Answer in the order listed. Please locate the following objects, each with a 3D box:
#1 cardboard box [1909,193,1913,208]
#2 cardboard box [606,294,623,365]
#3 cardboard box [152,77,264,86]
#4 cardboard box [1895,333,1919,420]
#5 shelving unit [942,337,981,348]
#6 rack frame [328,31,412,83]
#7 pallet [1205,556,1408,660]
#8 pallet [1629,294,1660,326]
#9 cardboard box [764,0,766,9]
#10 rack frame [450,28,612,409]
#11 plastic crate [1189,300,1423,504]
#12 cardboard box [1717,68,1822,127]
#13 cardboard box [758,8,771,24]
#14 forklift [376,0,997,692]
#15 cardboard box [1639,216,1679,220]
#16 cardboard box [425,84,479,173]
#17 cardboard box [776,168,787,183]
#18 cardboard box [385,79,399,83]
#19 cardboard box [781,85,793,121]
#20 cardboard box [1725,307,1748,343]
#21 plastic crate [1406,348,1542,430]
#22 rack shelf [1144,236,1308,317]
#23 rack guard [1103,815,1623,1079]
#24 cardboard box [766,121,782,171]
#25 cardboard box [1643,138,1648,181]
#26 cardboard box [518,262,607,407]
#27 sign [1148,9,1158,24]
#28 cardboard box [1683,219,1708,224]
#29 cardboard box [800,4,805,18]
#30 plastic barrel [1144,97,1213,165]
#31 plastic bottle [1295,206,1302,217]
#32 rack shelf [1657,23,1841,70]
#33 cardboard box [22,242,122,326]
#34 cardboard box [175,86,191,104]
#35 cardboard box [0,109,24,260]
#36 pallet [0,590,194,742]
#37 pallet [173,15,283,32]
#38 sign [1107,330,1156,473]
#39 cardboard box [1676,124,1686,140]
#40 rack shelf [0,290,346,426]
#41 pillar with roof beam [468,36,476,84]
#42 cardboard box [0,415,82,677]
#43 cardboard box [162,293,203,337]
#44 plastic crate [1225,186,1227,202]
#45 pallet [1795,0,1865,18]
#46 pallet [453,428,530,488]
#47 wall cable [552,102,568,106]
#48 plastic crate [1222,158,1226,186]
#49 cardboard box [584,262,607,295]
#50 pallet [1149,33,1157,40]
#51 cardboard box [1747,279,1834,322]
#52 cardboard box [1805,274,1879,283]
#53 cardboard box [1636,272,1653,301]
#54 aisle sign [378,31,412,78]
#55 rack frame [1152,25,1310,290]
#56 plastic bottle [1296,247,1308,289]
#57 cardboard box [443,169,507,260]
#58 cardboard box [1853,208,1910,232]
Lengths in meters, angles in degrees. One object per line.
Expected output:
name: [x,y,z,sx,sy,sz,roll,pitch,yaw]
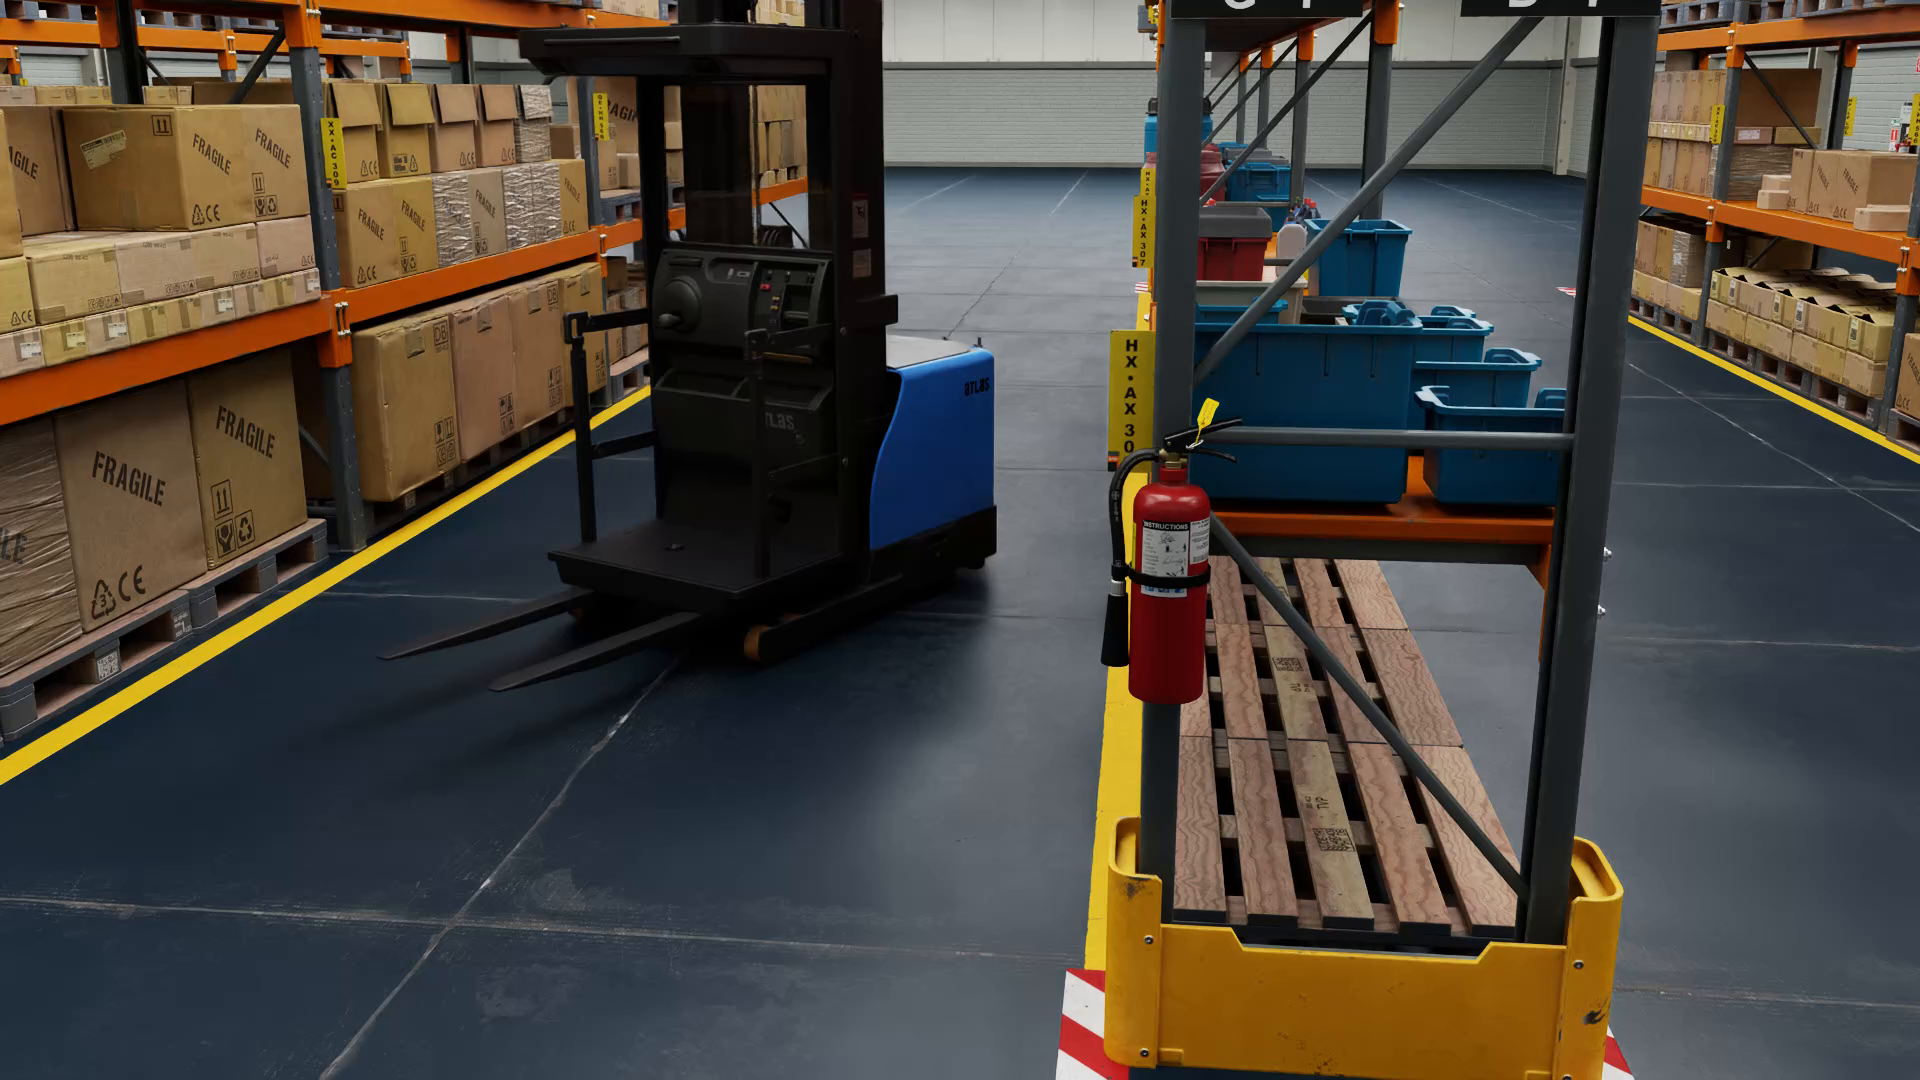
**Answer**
cardboard box: [7.052,-2.331,11.708,0.500,0.311,0.500,2,15,6]
cardboard box: [-3.028,-1.621,12.856,0.700,0.500,0.500,1,15,3]
cardboard box: [-7.473,-4.339,16.606,0.875,0.550,0.550,2,15,6]
cardboard box: [6.424,-1.044,10.723,0.500,0.500,0.500,2,15,9]
shelving unit: [-0.006,-0.493,8.474,0.215,1.050,0.252,2,15,6]
rack frame: [-7.098,-4.688,20.253,1.000,3.000,0.127,2,15,6]
pallet: [1.342,0.280,7.221,1.003,0.211,1.213,2,15,6]
pallet: [7.477,-2.362,16.992,1.003,0.211,1.213,2,15,6]
cardboard box: [-2.180,-5.461,16.888,0.380,0.149,0.250,1,15,5]
rack frame: [-3.084,-2.441,11.943,1.000,3.000,0.127,2,15,6]
plastic crate: [0.787,-0.359,4.059,0.616,0.435,0.499,2,15,6]
cardboard box: [7.254,-3.975,14.941,0.700,0.500,0.500,2,15,7]
cardboard box: [-2.206,-5.229,16.794,0.500,0.250,0.500,1,15,4]
forklift: [-1.060,-1.045,6.912,1.130,2.935,3.031,10,18,33]
cardboard box: [7.326,-3.198,17.770,0.500,0.500,0.500,2,15,6]
cardboard box: [-3.328,-2.441,9.830,0.797,0.503,0.637,2,15,8]
cardboard box: [-2.073,-3.922,17.903,0.380,0.149,0.250,2,15,6]
cardboard box: [-7.178,-5.187,19.741,0.875,0.550,0.550,2,15,6]
cardboard box: [-2.107,-4.781,17.920,0.500,0.500,0.500,2,15,6]
cardboard box: [6.860,-1.831,14.151,0.500,0.250,0.500,2,15,8]
plastic crate: [1.364,-0.393,4.576,0.416,0.233,0.300,2,15,6]
rack shelf: [1.612,-1.429,9.579,1.077,0.370,4.000,2,15,6]
rack guard: [0.945,0.993,4.032,1.175,0.500,0.348,2,15,6]
cardboard box: [-2.375,-4.175,17.594,0.875,0.500,0.500,2,15,6]
cardboard box: [7.542,-4.014,17.570,0.700,0.500,0.500,2,15,8]
cardboard box: [-3.182,-1.440,11.505,1.225,0.875,0.875,1,15,4]
sign: [1.744,-4.804,14.918,0.100,0.325,0.005,2,15,6]
cardboard box: [7.799,-3.053,17.232,0.500,0.500,0.500,2,15,6]
cardboard box: [-1.902,-6.003,18.892,0.380,0.149,0.250,2,15,6]
plastic barrel: [1.944,-3.483,14.837,0.600,0.901,0.708,2,15,6]
plastic bottle: [2.115,-1.925,10.282,0.097,0.271,0.097,0,15,0]
rack shelf: [7.436,-4.805,16.317,1.077,0.370,4.000,2,15,6]
cardboard box: [-3.498,-0.954,6.163,0.500,0.250,0.500,1,15,5]
cardboard box: [-7.599,-4.053,15.796,0.700,0.500,0.500,1,15,5]
cardboard box: [-3.555,-1.180,5.560,0.500,0.500,0.500,1,15,5]
pallet: [-3.834,0.455,6.576,1.003,0.211,1.213,2,15,6]
pallet: [-7.446,-5.268,16.820,1.003,0.211,1.213,2,15,6]
sign: [0.387,-0.311,3.753,0.100,0.325,0.005,2,15,6]
cardboard box: [7.173,-3.953,16.101,0.380,0.149,0.250,2,15,8]
rack shelf: [-3.761,-0.538,6.281,1.077,0.370,4.000,2,15,6]
pillar with roof beam: [-10.271,-15.349,48.186,9.100,9.000,0.400,2,15,6]
cardboard box: [-3.891,0.053,5.987,0.875,0.875,0.875,2,15,6]
cardboard box: [-3.360,-0.927,6.823,0.380,0.149,0.250,2,15,7]
plastic crate: [2.373,-2.770,13.566,0.450,0.188,0.662,2,15,6]
pallet: [6.870,-3.974,12.227,1.003,0.211,1.213,2,15,9]
pallet: [-3.388,-0.577,10.392,1.003,0.211,1.213,2,15,6]
wall cable: [-12.903,-14.702,51.742,3.097,2.526,0.112,2,15,6]
plastic crate: [2.474,-3.435,15.736,0.767,0.338,0.504,2,15,6]
cardboard box: [-3.038,-1.983,12.759,0.500,0.250,0.500,2,15,9]
pallet: [2.550,-5.515,17.927,1.003,0.211,1.213,2,15,6]
cardboard box: [6.797,-1.968,13.582,0.500,0.311,0.500,1,15,4]
cardboard box: [7.397,-2.083,14.008,0.500,0.311,0.500,2,15,8]
cardboard box: [7.209,-2.577,16.909,0.500,0.250,0.500,2,15,6]
aisle sign: [-6.792,-5.953,19.949,0.394,0.787,0.004,2,15,6]
rack frame: [1.838,-2.295,11.403,1.000,3.000,0.127,2,15,6]
plastic bottle: [1.732,-1.364,8.342,0.097,0.201,0.097,0,15,0]
cardboard box: [-3.069,-1.958,9.965,0.500,0.500,0.500,2,15,7]
cardboard box: [6.586,-2.268,11.785,0.380,0.149,0.250,2,15,6]
